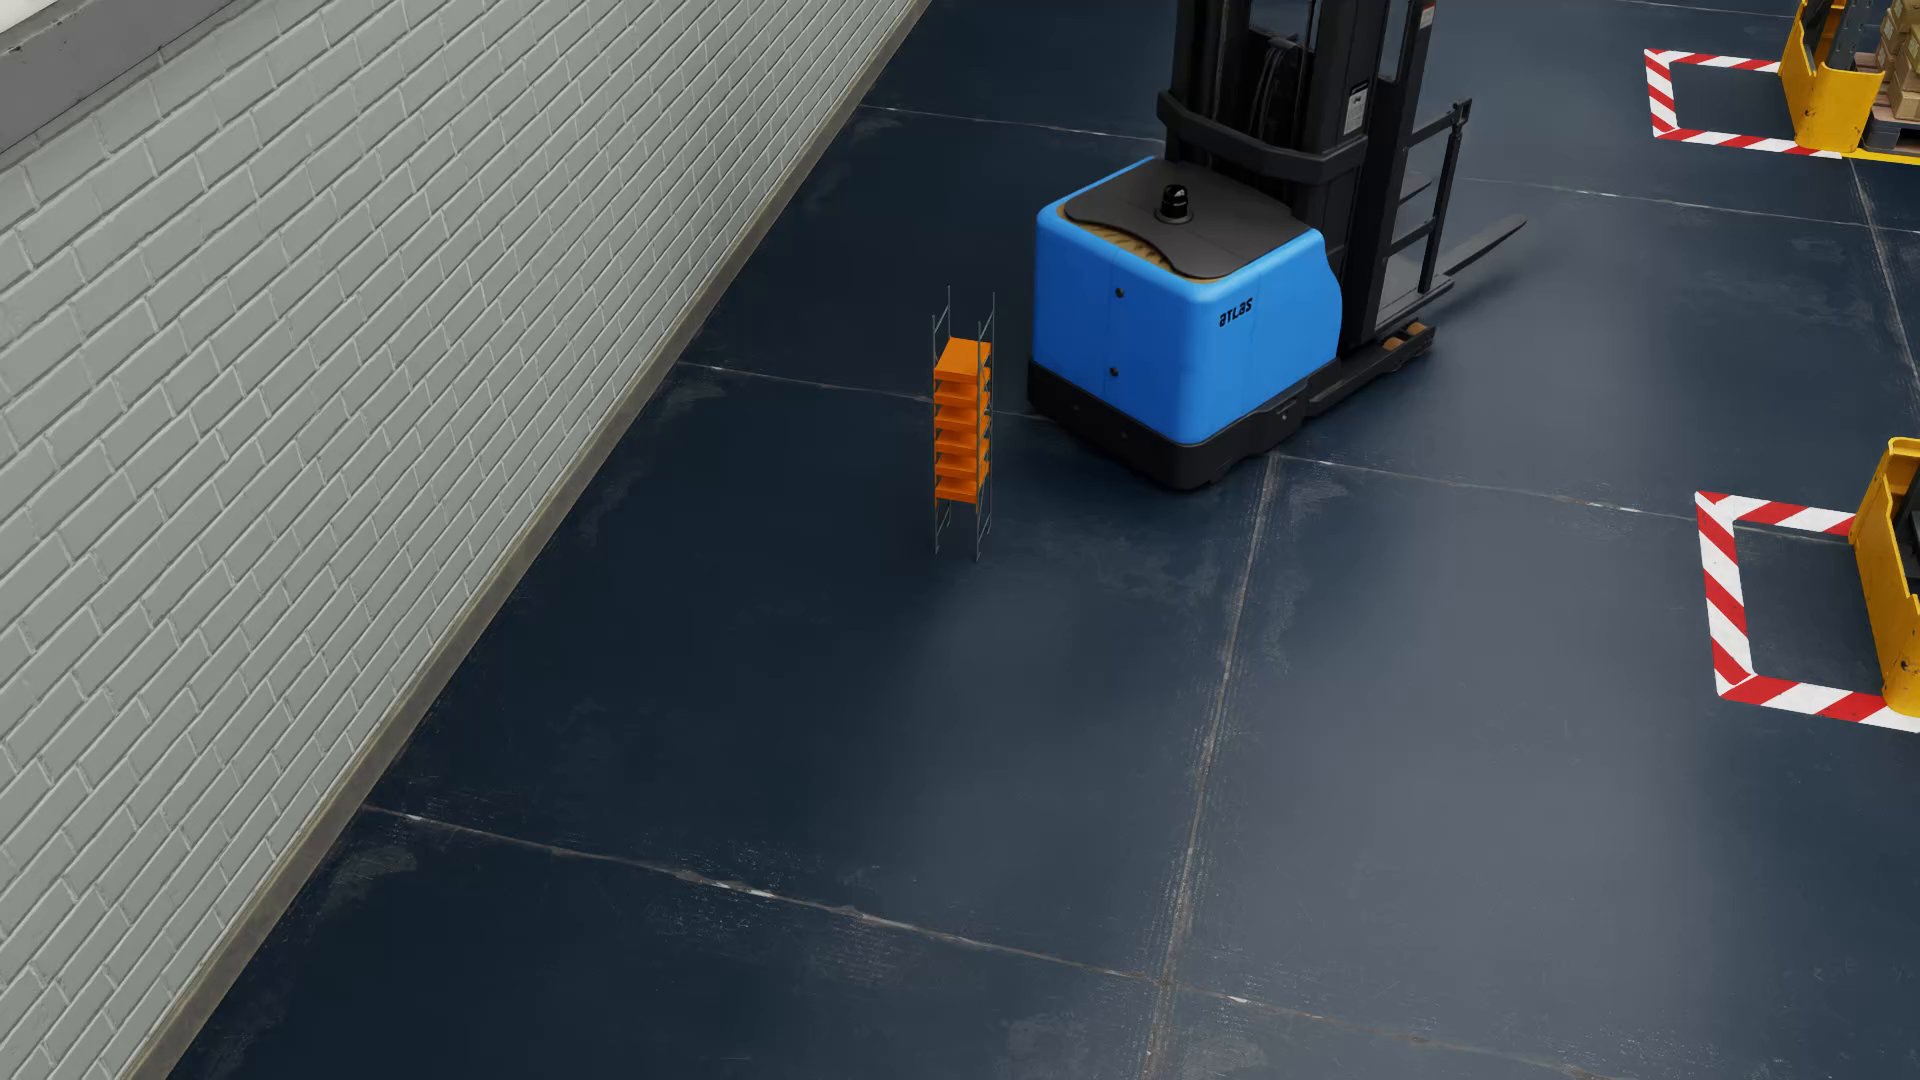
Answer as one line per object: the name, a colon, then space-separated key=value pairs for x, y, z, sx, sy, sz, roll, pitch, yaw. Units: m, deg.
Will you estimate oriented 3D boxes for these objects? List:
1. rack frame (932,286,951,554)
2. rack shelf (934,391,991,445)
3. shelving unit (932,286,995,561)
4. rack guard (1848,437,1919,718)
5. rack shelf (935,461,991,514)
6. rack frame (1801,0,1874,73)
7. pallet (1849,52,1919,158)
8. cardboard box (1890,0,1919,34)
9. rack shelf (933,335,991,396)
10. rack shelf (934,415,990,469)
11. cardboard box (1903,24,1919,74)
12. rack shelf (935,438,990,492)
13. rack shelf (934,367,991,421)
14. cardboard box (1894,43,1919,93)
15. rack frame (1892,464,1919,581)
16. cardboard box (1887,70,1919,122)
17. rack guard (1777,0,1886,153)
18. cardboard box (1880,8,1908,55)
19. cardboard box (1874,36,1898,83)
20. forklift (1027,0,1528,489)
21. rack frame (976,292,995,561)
rack frame: x=-0.074 y=-0.472 z=6.879 sx=0.006 sy=1.200 sz=0.240 roll=10 pitch=41 yaw=11
rack shelf: x=0.014 y=-0.515 z=6.813 sx=0.180 sy=0.103 sz=0.258 roll=10 pitch=41 yaw=11
shelving unit: x=0.014 y=-0.457 z=6.861 sx=0.189 sy=1.200 sz=0.258 roll=10 pitch=41 yaw=11
rack guard: x=3.914 y=0.142 z=6.693 sx=0.348 sy=0.500 sz=1.175 roll=10 pitch=41 yaw=11
rack shelf: x=0.014 y=-0.239 z=7.044 sx=0.180 sy=0.103 sz=0.258 roll=10 pitch=41 yaw=11
rack frame: x=5.317 y=-3.876 z=9.533 sx=0.127 sy=3.000 sz=1.000 roll=10 pitch=41 yaw=11
pallet: x=6.166 y=-2.639 z=10.228 sx=1.213 sy=0.211 sz=1.003 roll=10 pitch=41 yaw=11
cardboard box: x=5.894 y=-3.243 z=10.206 sx=0.250 sy=0.149 sz=0.380 roll=10 pitch=41 yaw=12
rack shelf: x=0.014 y=-0.699 z=6.658 sx=0.180 sy=0.103 sz=0.258 roll=10 pitch=41 yaw=11
rack shelf: x=0.014 y=-0.423 z=6.890 sx=0.180 sy=0.103 sz=0.258 roll=10 pitch=41 yaw=11
cardboard box: x=5.735 y=-2.875 z=9.768 sx=0.250 sy=0.149 sz=0.380 roll=8 pitch=41 yaw=9
rack shelf: x=0.014 y=-0.331 z=6.967 sx=0.180 sy=0.103 sz=0.258 roll=10 pitch=41 yaw=11
rack shelf: x=0.014 y=-0.607 z=6.735 sx=0.180 sy=0.103 sz=0.258 roll=10 pitch=41 yaw=11
cardboard box: x=5.757 y=-2.813 z=9.926 sx=0.250 sy=0.149 sz=0.380 roll=11 pitch=41 yaw=13
rack frame: x=3.937 y=-0.812 z=5.884 sx=0.127 sy=3.000 sz=1.000 roll=10 pitch=41 yaw=11
cardboard box: x=5.740 y=-2.659 z=9.974 sx=0.250 sy=0.149 sz=0.380 roll=11 pitch=41 yaw=12
rack guard: x=5.390 y=-2.906 z=10.322 sx=0.348 sy=0.500 sz=1.175 roll=10 pitch=41 yaw=11
cardboard box: x=5.901 y=-3.149 z=10.326 sx=0.250 sy=0.149 sz=0.380 roll=9 pitch=41 yaw=10
cardboard box: x=5.879 y=-2.987 z=10.365 sx=0.250 sy=0.149 sz=0.380 roll=10 pitch=41 yaw=12
forklift: x=1.737 y=-2.178 z=7.564 sx=3.031 sy=2.935 sz=1.130 roll=-31 pitch=49 yaw=-32
rack frame: x=0.102 y=-0.442 z=6.843 sx=0.006 sy=1.200 sz=0.240 roll=10 pitch=41 yaw=11
